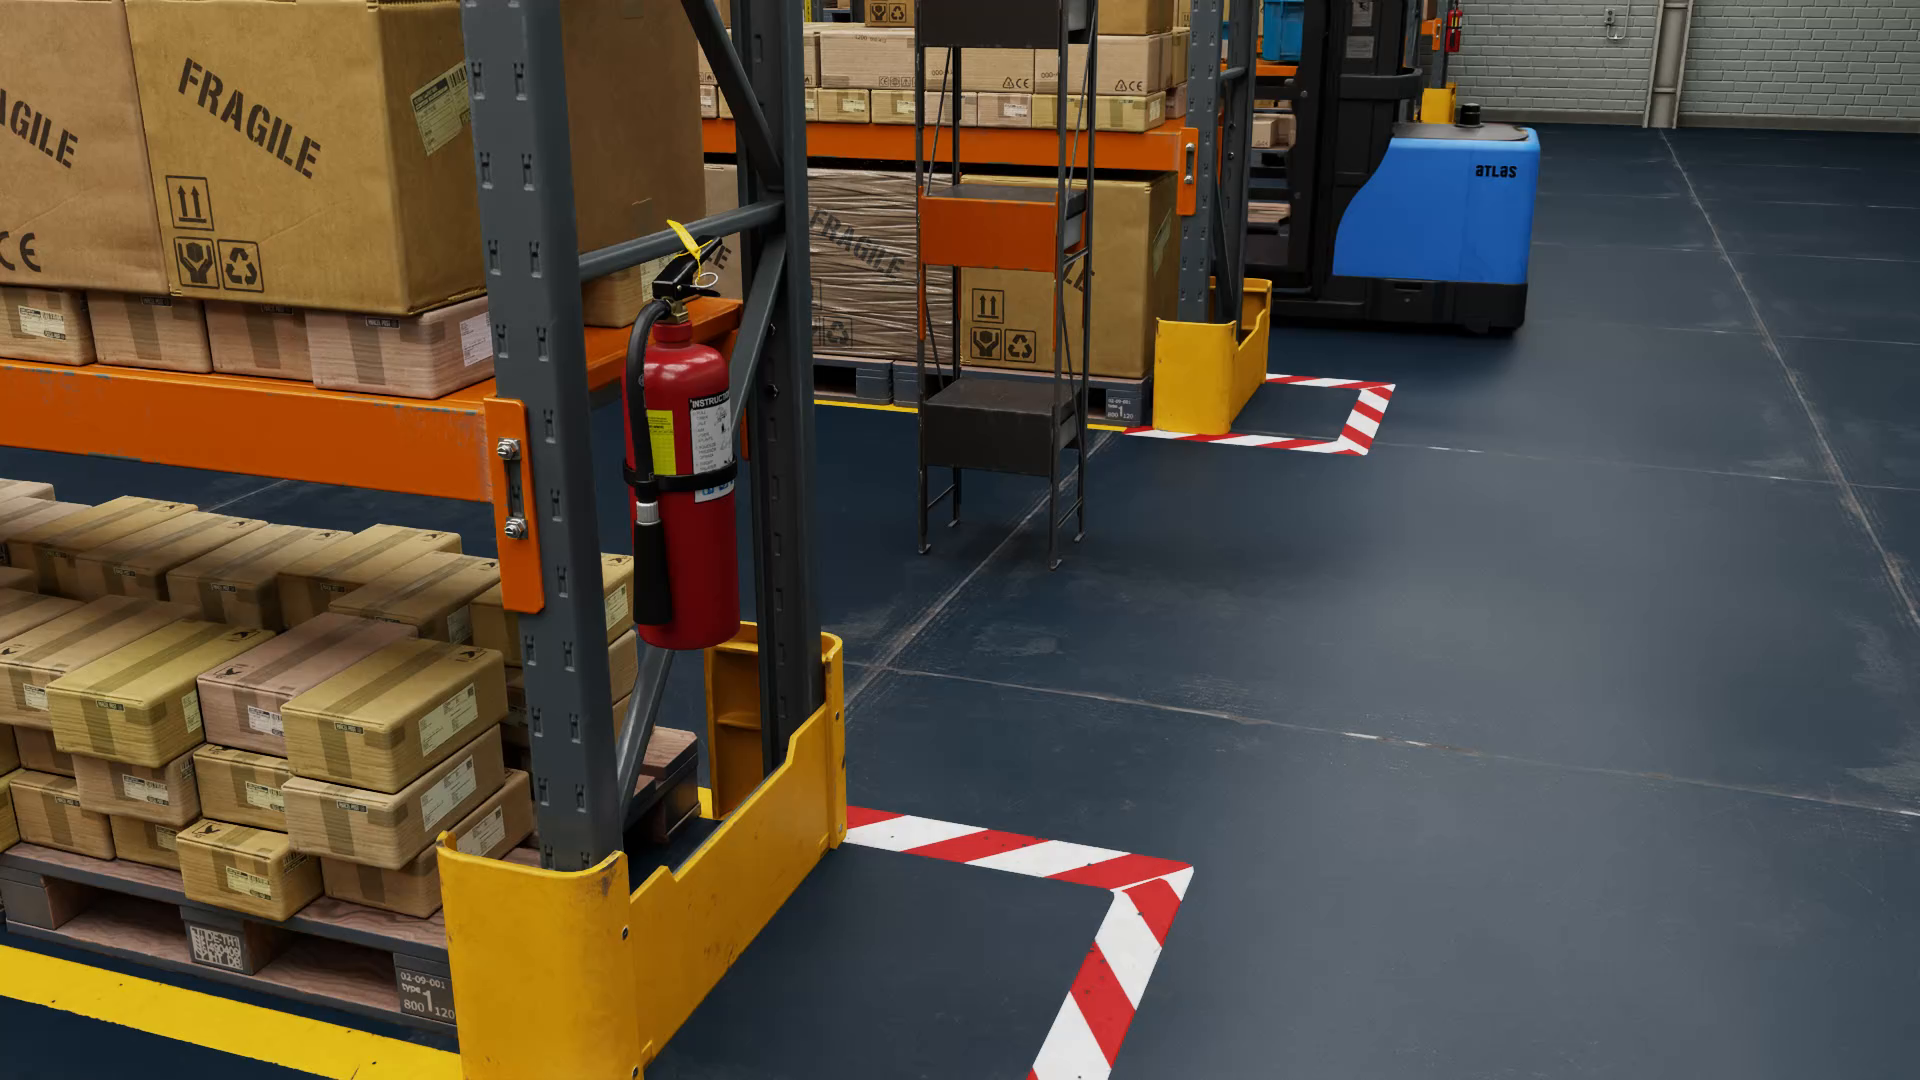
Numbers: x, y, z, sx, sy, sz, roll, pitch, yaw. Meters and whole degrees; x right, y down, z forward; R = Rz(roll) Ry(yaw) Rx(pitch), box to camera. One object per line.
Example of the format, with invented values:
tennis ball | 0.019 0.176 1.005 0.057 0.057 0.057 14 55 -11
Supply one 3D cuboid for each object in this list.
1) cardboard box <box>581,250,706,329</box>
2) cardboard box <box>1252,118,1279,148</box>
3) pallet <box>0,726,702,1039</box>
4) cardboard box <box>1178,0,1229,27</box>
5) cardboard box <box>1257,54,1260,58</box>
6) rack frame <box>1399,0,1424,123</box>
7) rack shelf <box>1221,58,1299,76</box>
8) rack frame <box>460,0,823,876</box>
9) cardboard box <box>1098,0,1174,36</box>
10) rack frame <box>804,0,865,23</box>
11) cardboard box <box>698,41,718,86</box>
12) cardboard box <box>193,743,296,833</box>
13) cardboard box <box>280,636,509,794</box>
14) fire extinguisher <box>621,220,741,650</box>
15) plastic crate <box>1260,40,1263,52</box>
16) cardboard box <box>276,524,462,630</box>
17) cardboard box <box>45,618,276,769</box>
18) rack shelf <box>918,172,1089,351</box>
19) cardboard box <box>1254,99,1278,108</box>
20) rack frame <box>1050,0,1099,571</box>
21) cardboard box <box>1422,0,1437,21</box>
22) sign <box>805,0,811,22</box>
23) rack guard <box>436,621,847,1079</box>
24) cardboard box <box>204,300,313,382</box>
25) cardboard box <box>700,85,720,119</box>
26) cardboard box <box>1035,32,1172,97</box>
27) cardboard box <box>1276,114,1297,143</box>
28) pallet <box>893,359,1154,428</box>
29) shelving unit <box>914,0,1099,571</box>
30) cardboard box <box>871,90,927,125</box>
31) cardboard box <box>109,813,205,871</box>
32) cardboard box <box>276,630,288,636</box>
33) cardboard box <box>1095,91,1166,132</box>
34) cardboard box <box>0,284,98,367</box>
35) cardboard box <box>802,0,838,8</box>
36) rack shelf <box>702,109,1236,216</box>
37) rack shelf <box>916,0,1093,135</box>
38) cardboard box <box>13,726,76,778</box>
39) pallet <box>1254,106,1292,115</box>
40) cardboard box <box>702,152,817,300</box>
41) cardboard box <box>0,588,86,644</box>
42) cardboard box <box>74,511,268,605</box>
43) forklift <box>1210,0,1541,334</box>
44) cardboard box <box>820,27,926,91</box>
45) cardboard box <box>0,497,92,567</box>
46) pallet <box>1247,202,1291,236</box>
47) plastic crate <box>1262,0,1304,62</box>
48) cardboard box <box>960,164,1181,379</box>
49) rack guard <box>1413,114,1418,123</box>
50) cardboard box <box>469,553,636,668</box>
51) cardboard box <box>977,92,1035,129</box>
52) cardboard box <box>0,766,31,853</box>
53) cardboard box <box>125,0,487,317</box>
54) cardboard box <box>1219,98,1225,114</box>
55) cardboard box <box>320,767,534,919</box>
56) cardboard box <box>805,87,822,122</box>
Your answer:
cardboard box | -0.737 -0.565 3.522 0.250 0.149 0.380 6 20 18
cardboard box | 2.957 -4.161 16.966 0.500 0.250 0.500 7 20 18
pallet | -1.366 0.663 3.853 1.213 0.211 1.003 7 20 18
cardboard box | 2.490 -5.334 16.668 0.500 0.500 0.500 6 20 17
cardboard box | 3.712 -6.192 21.457 0.250 0.149 0.380 6 20 17
rack frame | 4.439 -5.158 16.315 0.127 3.000 1.000 7 20 18
rack shelf | 0.921 -3.494 12.636 4.000 0.370 1.077 7 20 18
rack frame | -0.539 -0.547 3.088 0.127 3.000 1.000 7 20 18
cardboard box | 0.638 -2.473 7.249 0.500 0.500 0.500 7 20 19
rack frame | -0.968 -4.050 13.138 0.127 3.000 1.000 7 20 18
cardboard box | -1.277 -2.338 8.002 0.500 0.250 0.500 7 20 19
cardboard box | -1.360 0.447 3.477 0.250 0.149 0.380 6 20 17
cardboard box | -1.122 0.342 3.328 0.250 0.149 0.380 7 20 19
fire extinguisher | -0.452 -0.163 2.672 0.183 0.674 0.296 7 20 18
plastic crate | 2.409 -3.711 12.475 0.298 0.136 0.250 7 20 18
cardboard box | -1.418 0.099 4.026 0.250 0.149 0.380 6 20 18
cardboard box | -1.627 0.308 3.424 0.250 0.149 0.380 6 20 17
rack shelf | 0.156 -0.961 5.684 0.480 0.518 0.431 7 20 18
cardboard box | 3.913 -5.924 21.674 0.500 0.500 0.700 7 20 19
rack frame | 0.387 -0.947 5.604 0.015 2.100 0.400 7 20 18
cardboard box | 5.576 -6.892 20.835 0.700 0.700 0.980 7 21 21
sign | -1.151 -4.010 12.602 0.005 0.325 0.100 7 20 18
rack guard | -0.610 0.625 3.522 0.348 0.500 1.175 7 20 18
cardboard box | -1.162 -0.414 3.088 0.250 0.149 0.380 6 20 18
cardboard box | -1.199 -2.116 7.972 0.250 0.149 0.380 7 20 19
cardboard box | 0.640 -2.117 7.370 0.500 0.250 0.500 6 20 17
cardboard box | 3.546 -4.268 17.272 0.500 0.250 0.500 7 20 18
pallet | 0.404 -0.823 8.117 1.213 0.211 1.003 7 20 18
shelving unit | 0.156 -0.974 5.679 0.503 2.100 0.431 7 20 18
cardboard box | -0.225 -2.005 7.654 0.250 0.149 0.380 6 20 17
cardboard box | -1.602 0.558 3.613 0.250 0.149 0.380 6 20 18
cardboard box | -1.656 0.217 4.138 0.250 0.149 0.380 7 20 20
cardboard box | 0.740 -1.895 7.338 0.250 0.149 0.380 7 20 19
cardboard box | -1.652 -0.457 3.211 0.250 0.149 0.380 7 20 20
cardboard box | -1.685 -6.076 18.161 0.500 0.500 0.700 11 22 28
rack shelf | -0.705 -1.954 8.219 4.000 0.370 1.077 7 20 18
rack shelf | 0.156 -1.622 5.453 0.480 0.518 0.431 7 20 18
cardboard box | -1.842 0.376 3.682 0.250 0.149 0.380 6 20 17
pallet | 4.132 -5.576 21.752 1.213 0.211 1.003 7 20 18
cardboard box | -1.146 -1.512 8.446 0.875 0.875 0.875 7 20 18
cardboard box | -2.122 0.249 3.594 0.250 0.149 0.380 7 21 20
cardboard box | -1.938 0.065 4.123 0.250 0.149 0.380 7 21 20
forklift | 1.830 -2.800 9.657 3.031 2.935 1.130 6 20 16
cardboard box | -0.320 -2.227 7.685 0.500 0.250 0.500 6 20 16
cardboard box | -2.440 0.025 4.238 0.250 0.149 0.380 7 20 18
pallet | 2.044 -2.402 12.647 1.213 0.211 1.003 7 20 18
plastic crate | 2.432 -3.641 11.820 0.499 0.435 0.616 7 20 18
cardboard box | 0.554 -1.317 7.888 0.875 0.875 0.875 7 20 18
rack guard | 4.367 -3.986 16.750 0.348 0.500 1.175 7 20 18
cardboard box | -0.922 0.158 3.855 0.250 0.149 0.380 6 20 16
cardboard box | 0.256 -1.951 7.497 0.250 0.149 0.380 7 20 18
cardboard box | -2.101 0.527 3.701 0.250 0.149 0.380 6 20 16
cardboard box | -1.047 -0.703 2.932 0.500 0.500 0.500 7 20 19
cardboard box | 2.437 -4.417 17.316 0.637 0.503 0.797 7 20 18
cardboard box | -1.104 0.609 3.465 0.250 0.149 0.380 7 20 19
cardboard box | -0.704 -2.061 7.812 0.250 0.149 0.380 7 20 19
